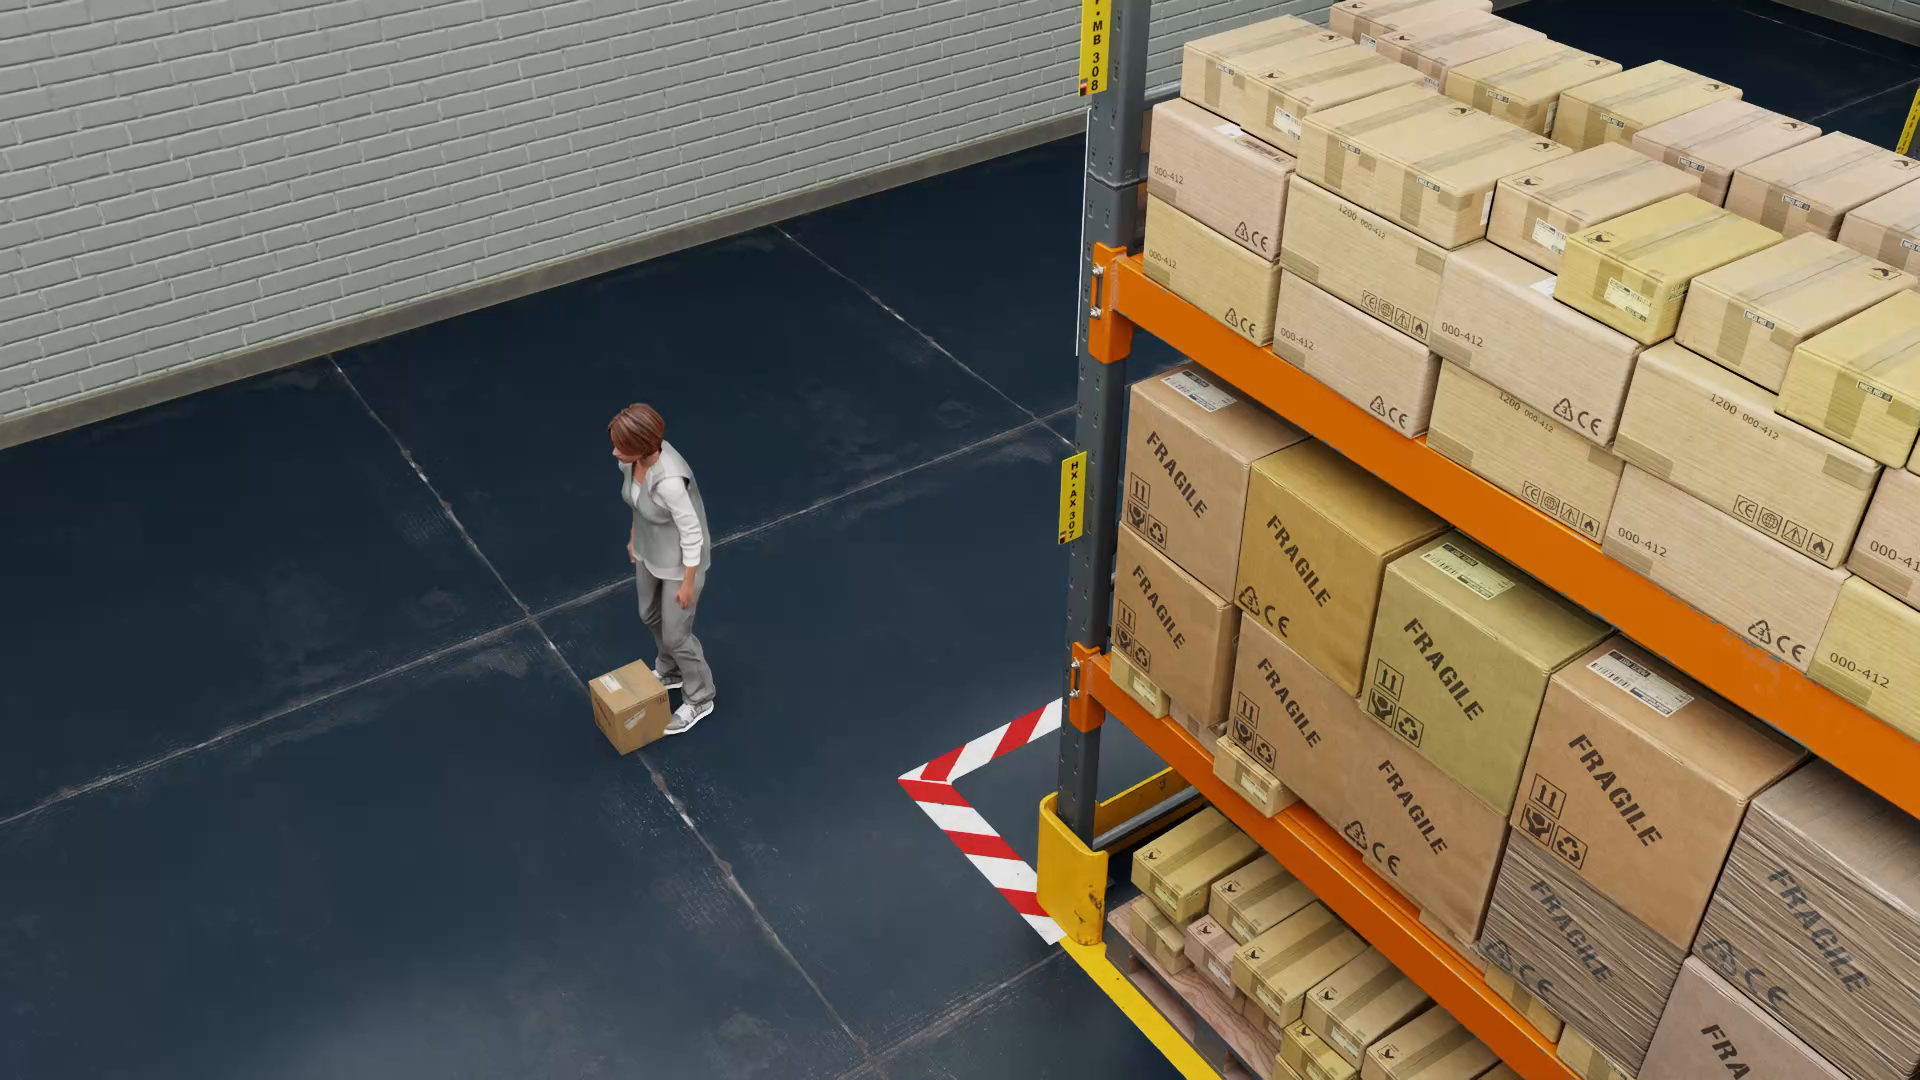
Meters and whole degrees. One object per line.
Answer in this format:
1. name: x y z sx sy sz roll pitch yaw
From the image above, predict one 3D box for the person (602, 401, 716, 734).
1. person: -1.228 0.095 6.881 0.348 1.593 0.465 -23 43 -28
